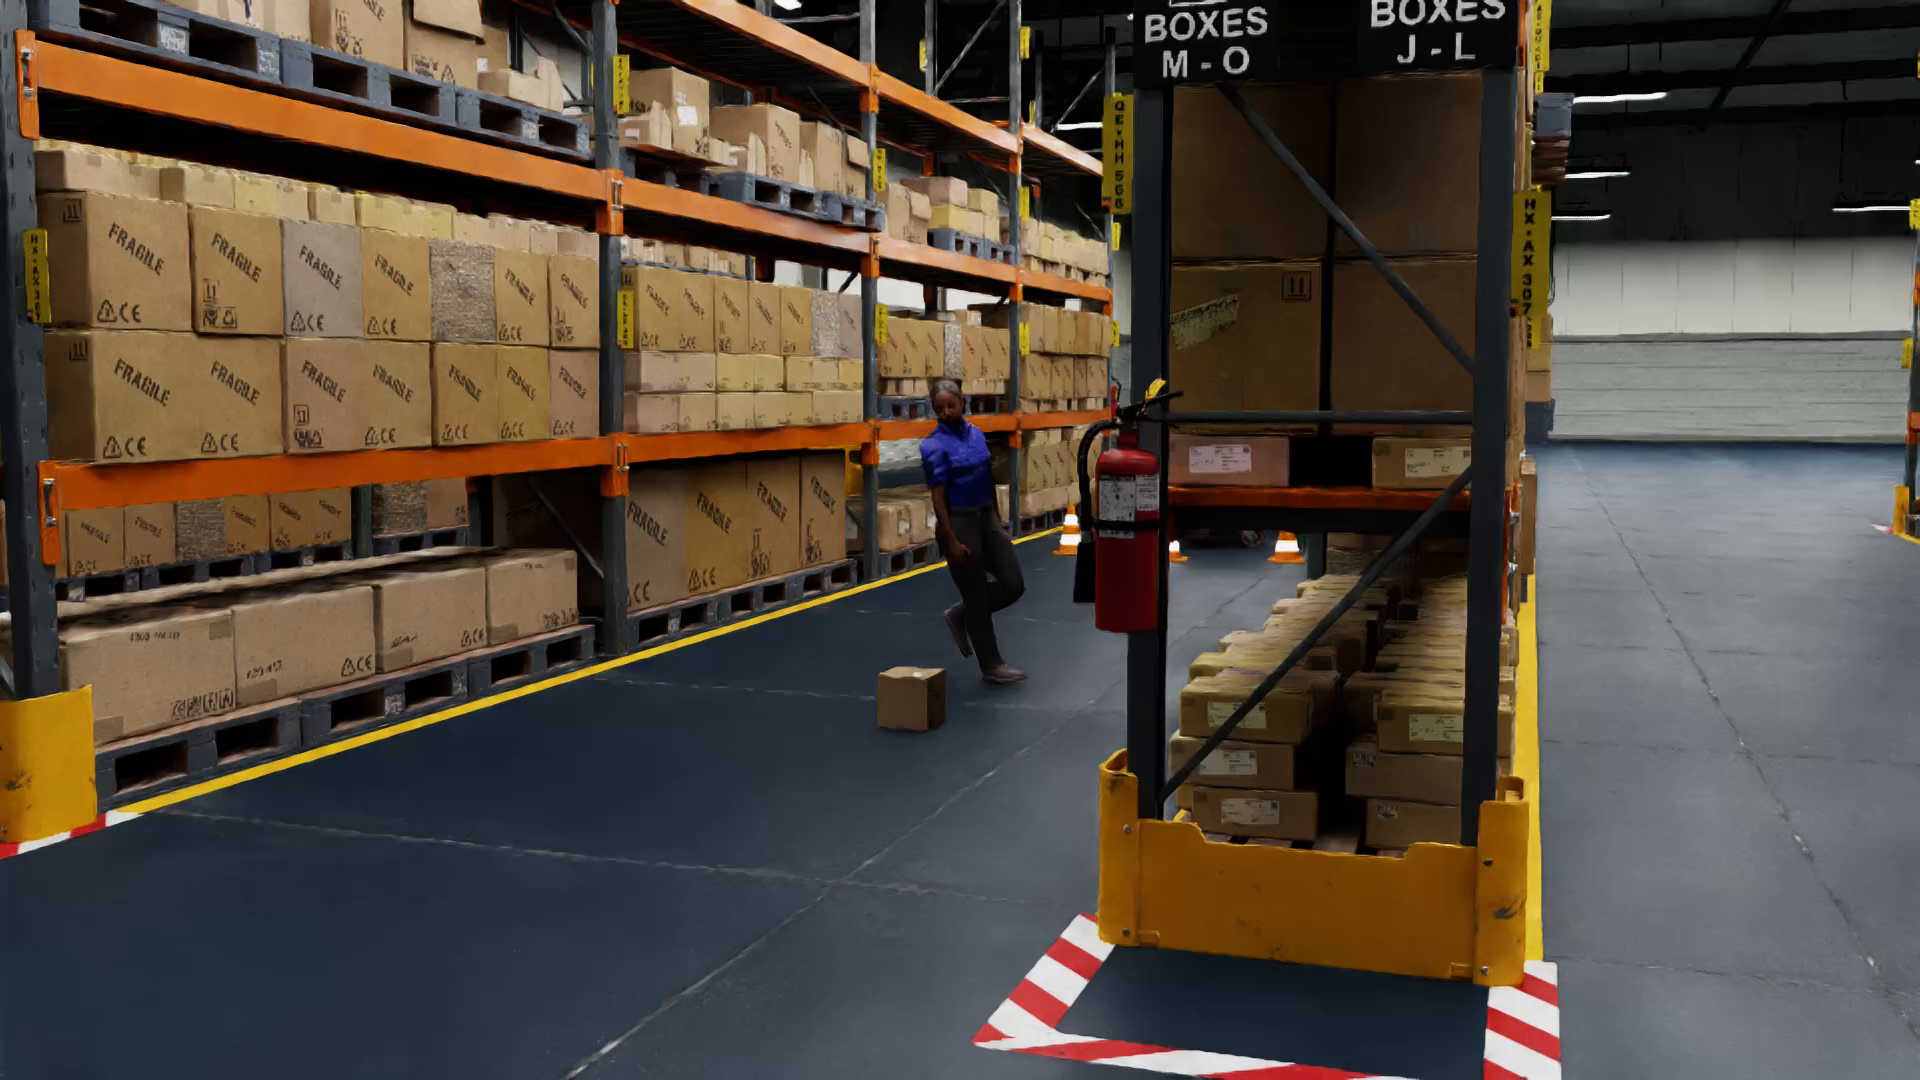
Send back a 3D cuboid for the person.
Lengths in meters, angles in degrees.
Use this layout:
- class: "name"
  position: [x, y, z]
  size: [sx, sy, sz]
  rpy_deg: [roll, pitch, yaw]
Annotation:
- class: "person"
  position: [0.044, -0.045, 8.827]
  size: [0.579, 1.611, 0.571]
  rpy_deg: [4, 7, 38]
